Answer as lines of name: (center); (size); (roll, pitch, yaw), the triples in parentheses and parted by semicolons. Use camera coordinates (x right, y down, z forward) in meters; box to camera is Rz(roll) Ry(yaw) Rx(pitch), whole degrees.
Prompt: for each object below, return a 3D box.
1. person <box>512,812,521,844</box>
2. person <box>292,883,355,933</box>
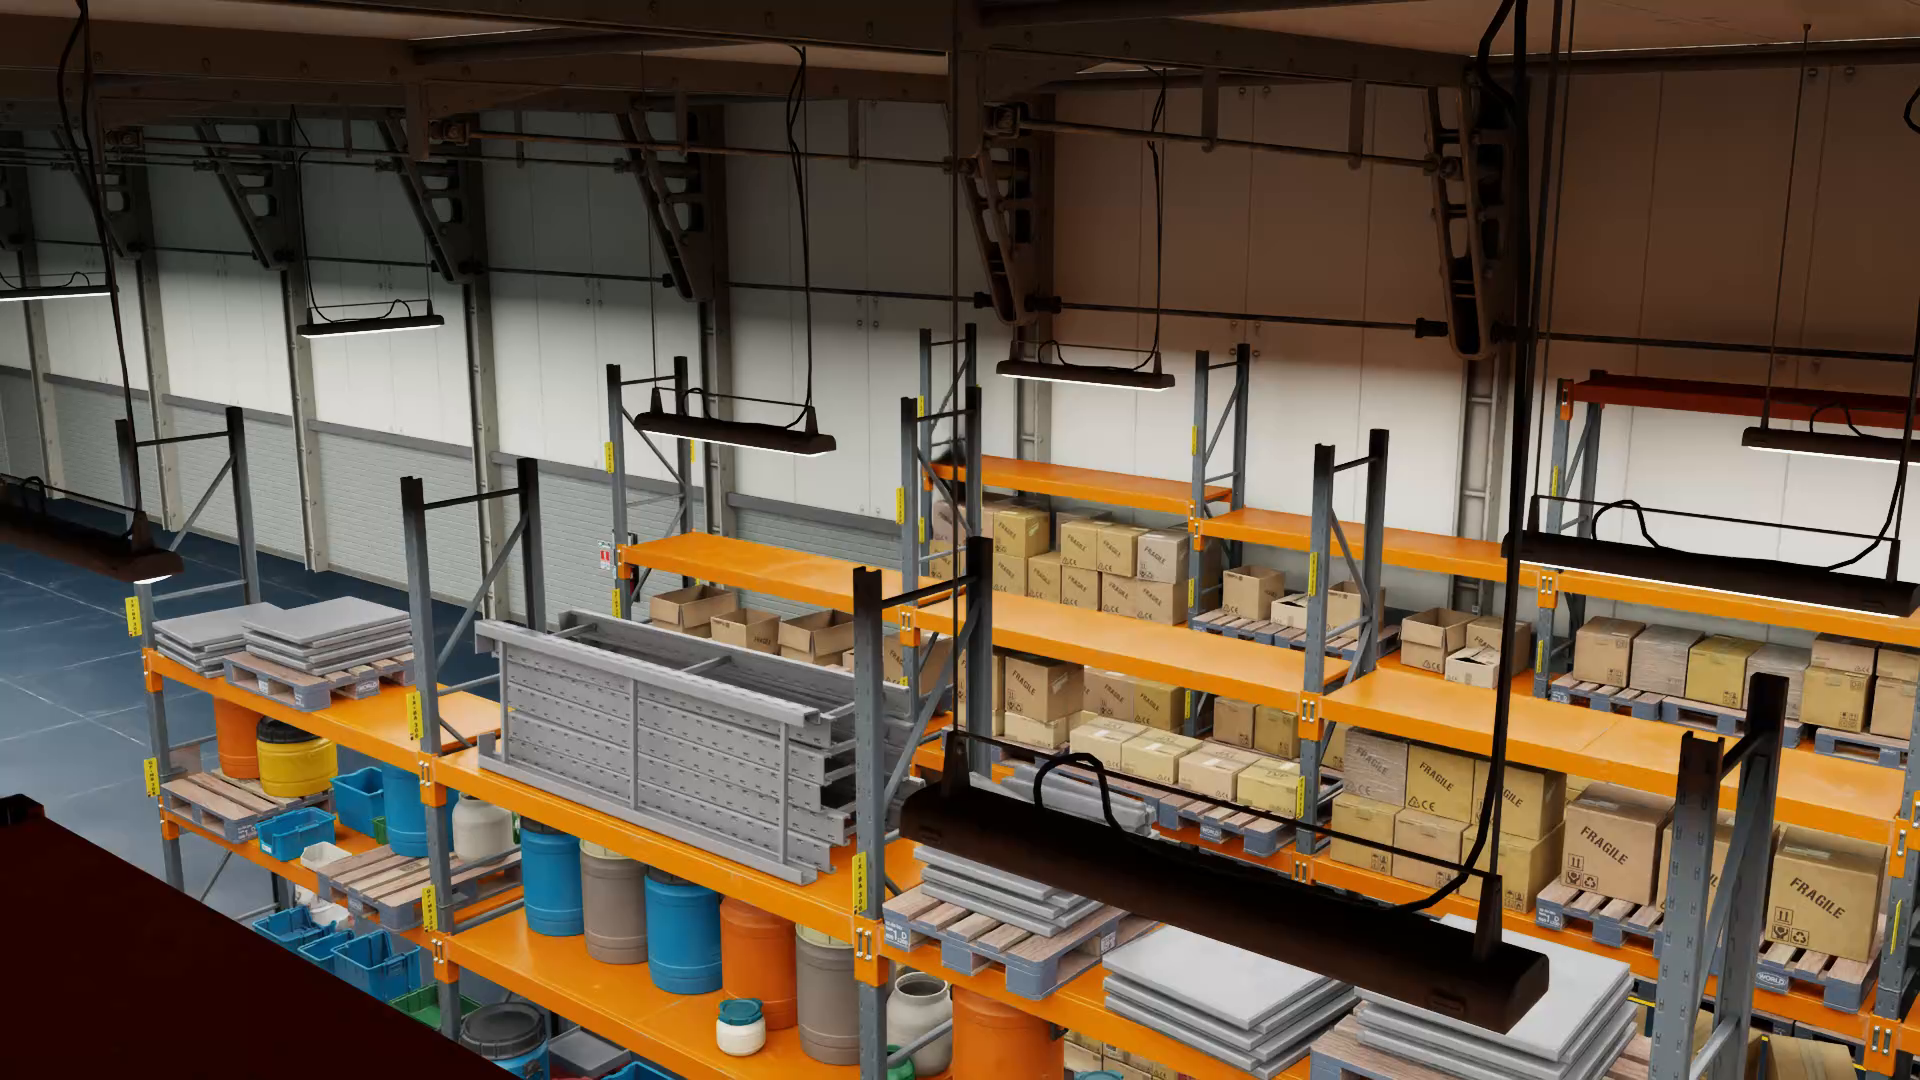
person: (-4.973, 3.045, 18.795); (0.894, 1.737, 0.688); (1, 13, 4)
person: (-6.062, 3.672, 16.058); (0.546, 1.712, 0.646); (6, 14, 24)
